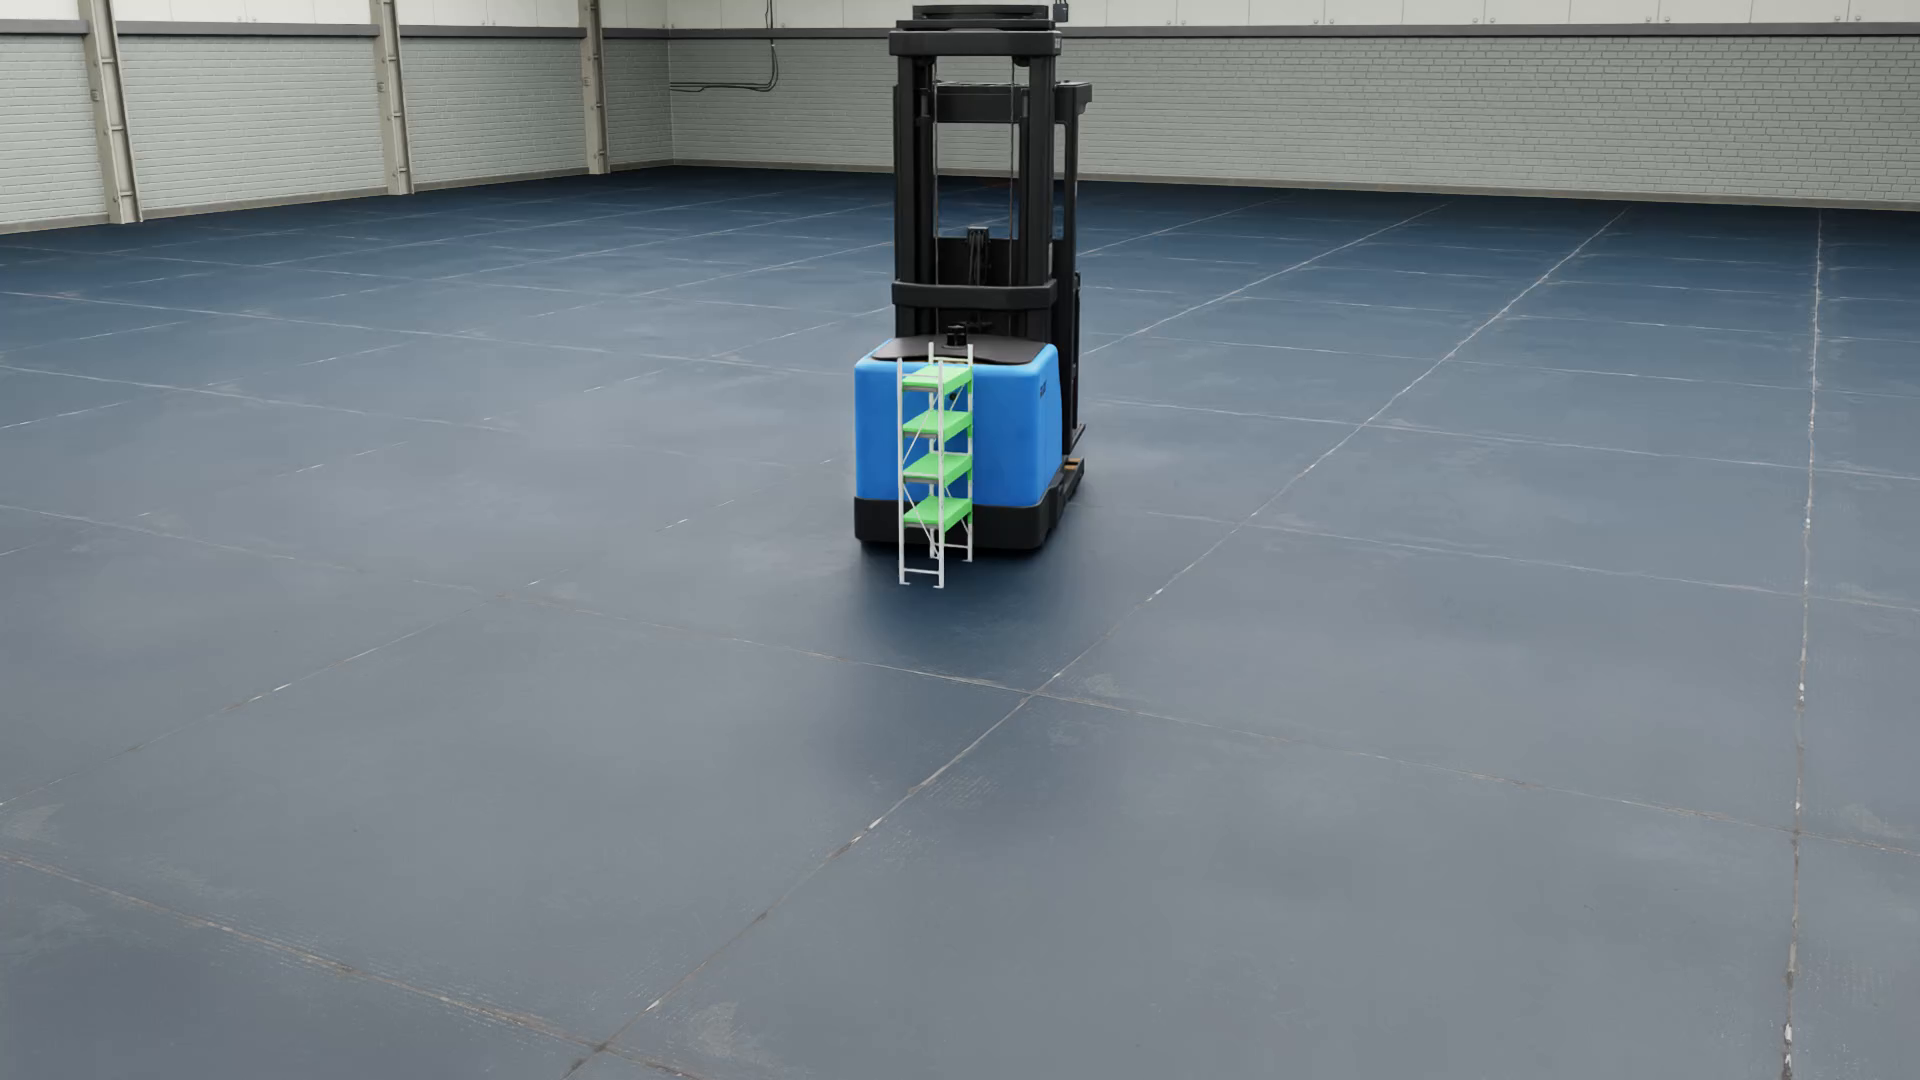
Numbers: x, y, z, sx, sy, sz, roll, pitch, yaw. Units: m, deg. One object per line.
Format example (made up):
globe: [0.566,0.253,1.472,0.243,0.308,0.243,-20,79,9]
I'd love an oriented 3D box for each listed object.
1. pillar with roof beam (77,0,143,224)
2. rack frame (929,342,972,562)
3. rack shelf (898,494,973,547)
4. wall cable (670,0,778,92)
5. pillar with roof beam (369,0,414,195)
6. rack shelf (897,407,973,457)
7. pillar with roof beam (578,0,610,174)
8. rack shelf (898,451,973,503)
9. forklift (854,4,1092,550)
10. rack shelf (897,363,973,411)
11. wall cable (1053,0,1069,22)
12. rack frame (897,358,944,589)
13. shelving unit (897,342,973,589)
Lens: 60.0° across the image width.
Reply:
pillar with roof beam: [-9.531,-8.863,23.559,9.100,9.000,0.400,8,18,25]
rack frame: [-0.050,-0.465,8.982,0.240,1.200,0.015,5,17,17]
rack shelf: [-0.126,-0.107,8.846,0.258,0.148,0.480,5,17,17]
wall cable: [-5.521,-11.561,38.096,3.097,2.526,0.112,8,18,25]
pillar with roof beam: [-6.850,-10.391,28.704,9.100,9.000,0.400,8,18,25]
rack shelf: [-0.126,-0.568,8.709,0.258,0.148,0.480,5,17,17]
pillar with roof beam: [-4.169,-11.919,33.850,9.100,9.000,0.400,8,18,25]
rack shelf: [-0.126,-0.337,8.778,0.258,0.148,0.480,5,17,17]
forklift: [0.197,-1.729,10.199,1.130,2.935,3.031,3,17,11]
rack shelf: [-0.126,-0.798,8.641,0.258,0.148,0.480,5,17,17]
wall cable: [2.965,-13.468,33.089,2.305,6.003,0.169,8,18,25]
rack frame: [-0.201,-0.333,8.537,0.240,1.200,0.015,5,17,17]
shelving unit: [-0.126,-0.399,8.760,0.258,1.200,0.503,5,17,17]
